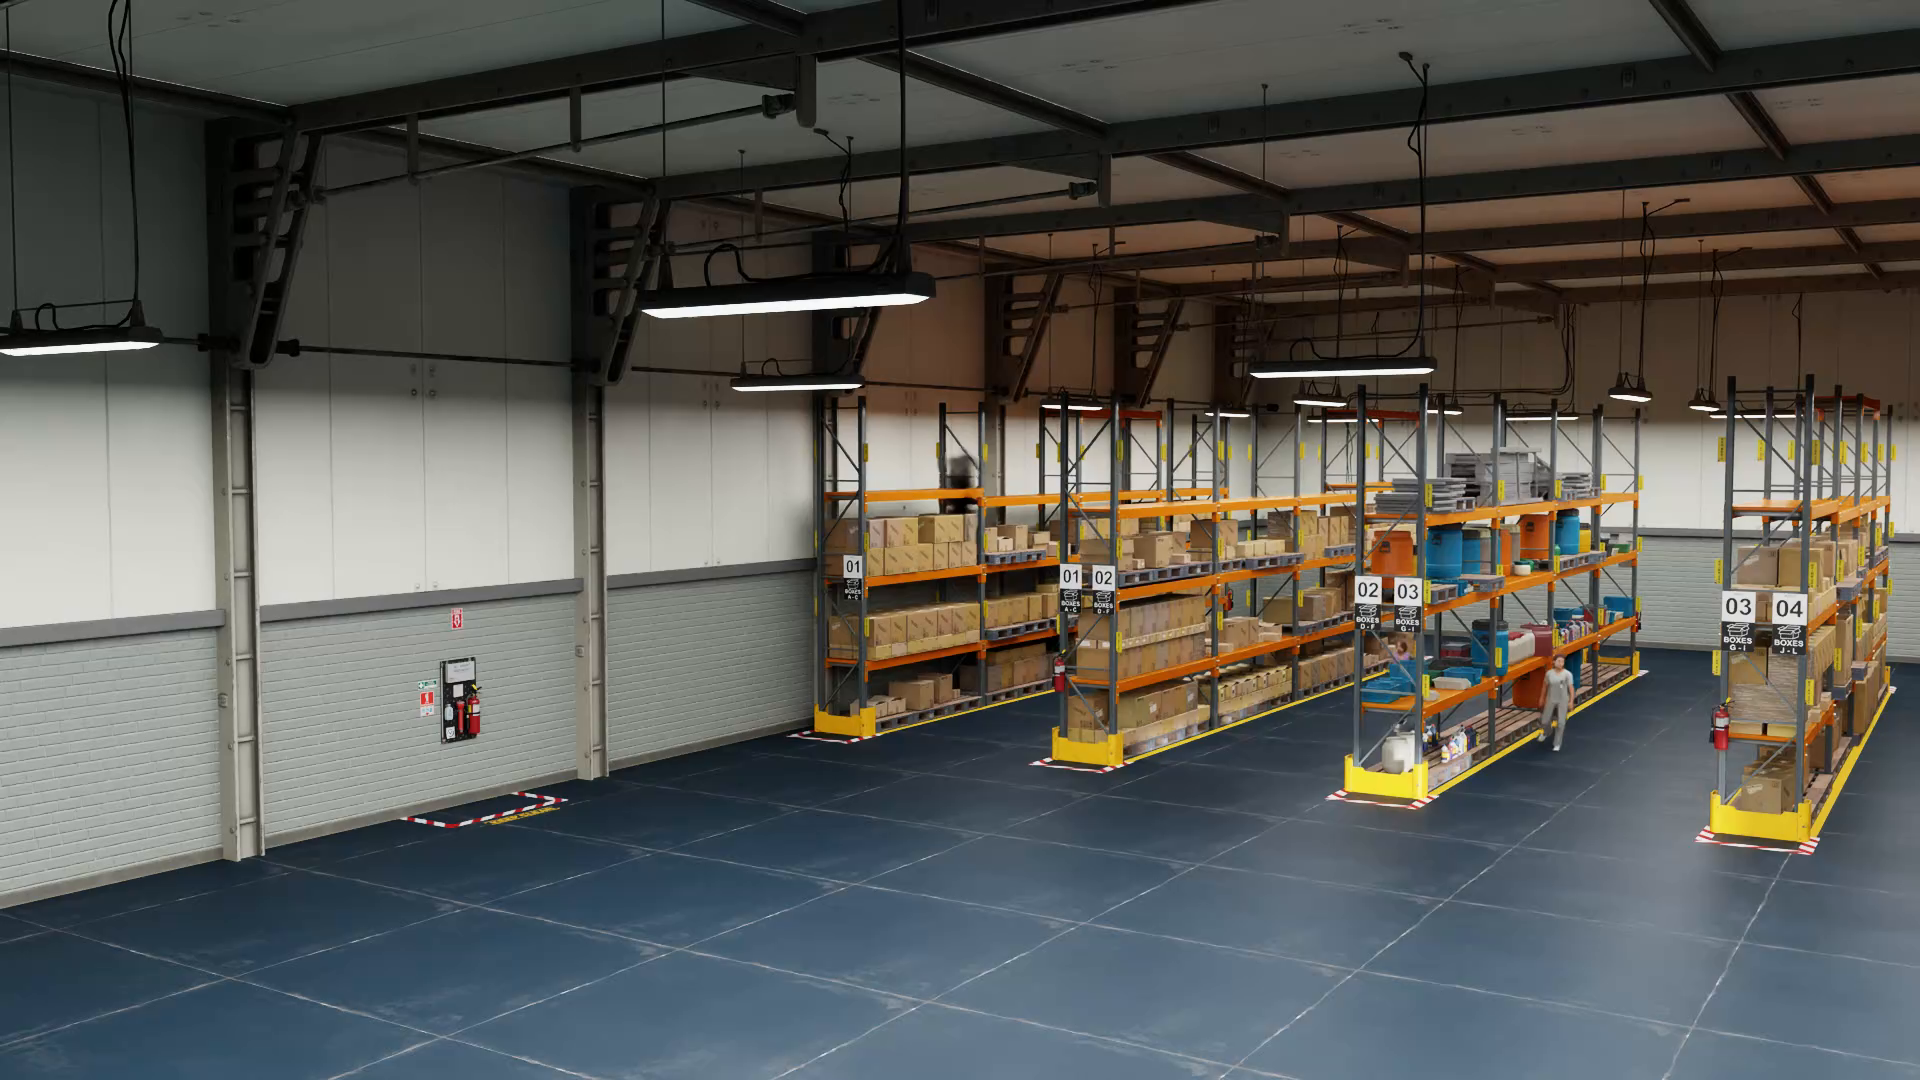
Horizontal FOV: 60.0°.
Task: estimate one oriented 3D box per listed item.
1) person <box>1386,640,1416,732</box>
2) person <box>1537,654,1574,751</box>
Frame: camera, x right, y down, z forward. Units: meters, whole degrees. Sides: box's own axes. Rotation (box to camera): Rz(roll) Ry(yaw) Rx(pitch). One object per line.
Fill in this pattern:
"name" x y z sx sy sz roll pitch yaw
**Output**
"person" 7.979 2.603 29.993 0.532 1.609 0.861 2 4 33
"person" 10.019 2.710 27.949 0.622 1.637 0.642 2 3 28
